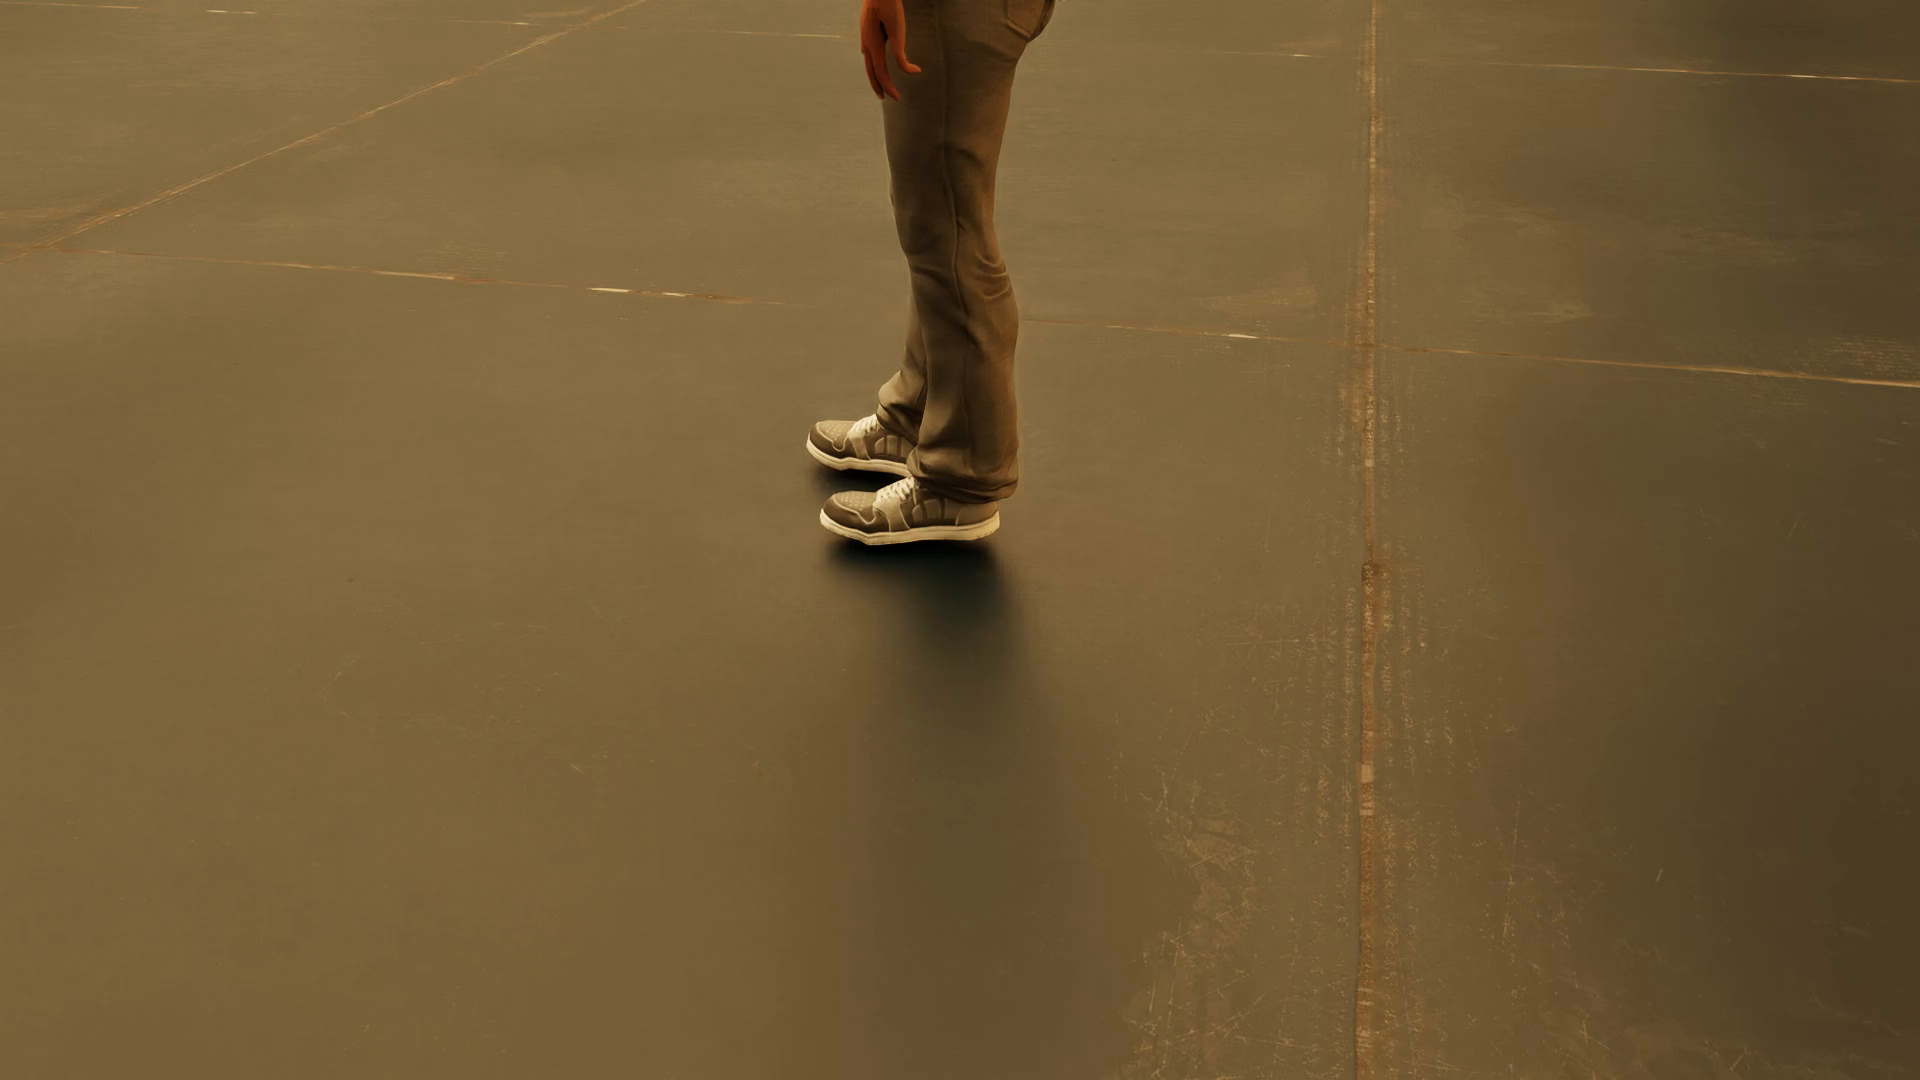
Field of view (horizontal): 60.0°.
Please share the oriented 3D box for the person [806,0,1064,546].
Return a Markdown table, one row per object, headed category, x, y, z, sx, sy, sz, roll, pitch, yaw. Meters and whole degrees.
| category | x | y | z | sx | sy | sz | roll | pitch | yaw |
| --- | --- | --- | --- | --- | --- | --- | --- | --- | --- |
| person | -0.070 | -0.733 | 2.164 | 0.473 | 1.599 | 0.520 | 6 | 27 | 11 |
